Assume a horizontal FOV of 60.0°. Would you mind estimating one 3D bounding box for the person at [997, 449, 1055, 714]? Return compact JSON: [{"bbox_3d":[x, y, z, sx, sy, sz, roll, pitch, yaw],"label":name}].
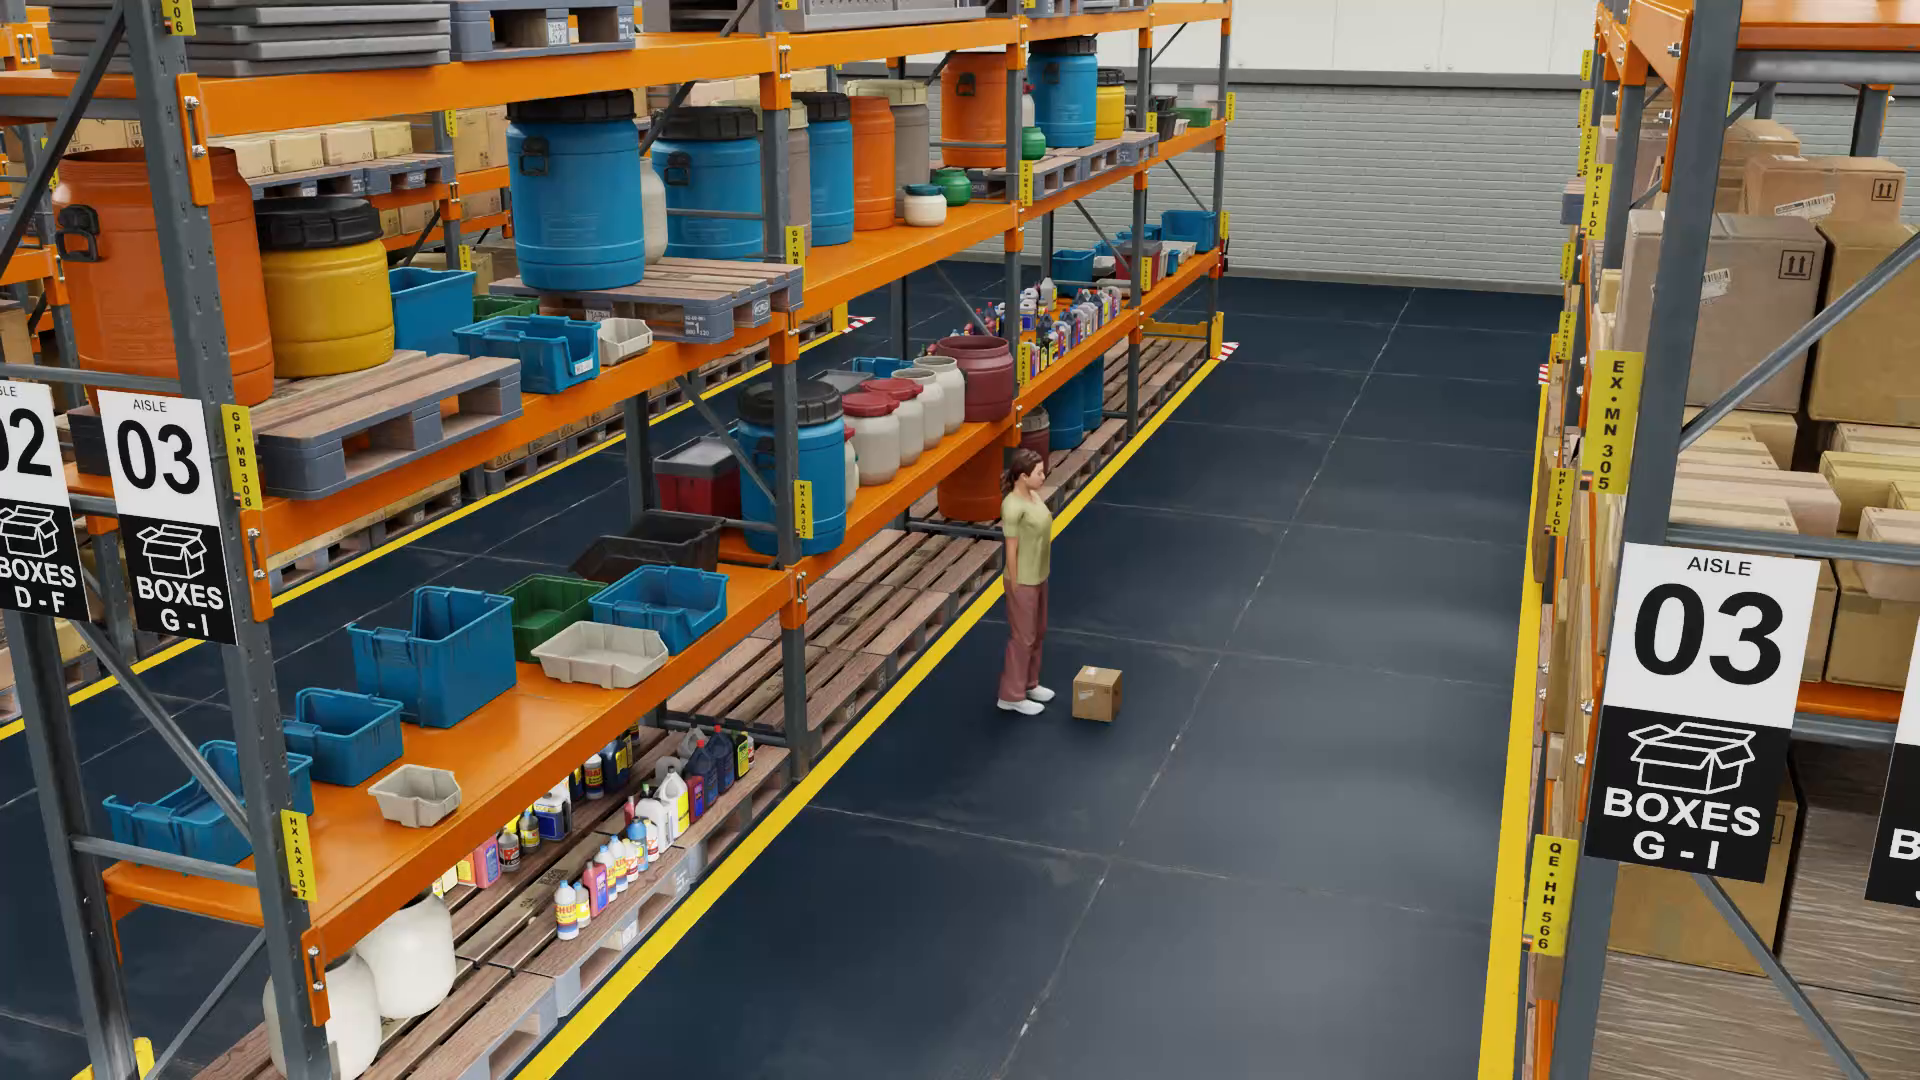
[{"bbox_3d":[0.403,0.240,10.366,0.362,1.672,0.442,7,20,19],"label":"person"}]
